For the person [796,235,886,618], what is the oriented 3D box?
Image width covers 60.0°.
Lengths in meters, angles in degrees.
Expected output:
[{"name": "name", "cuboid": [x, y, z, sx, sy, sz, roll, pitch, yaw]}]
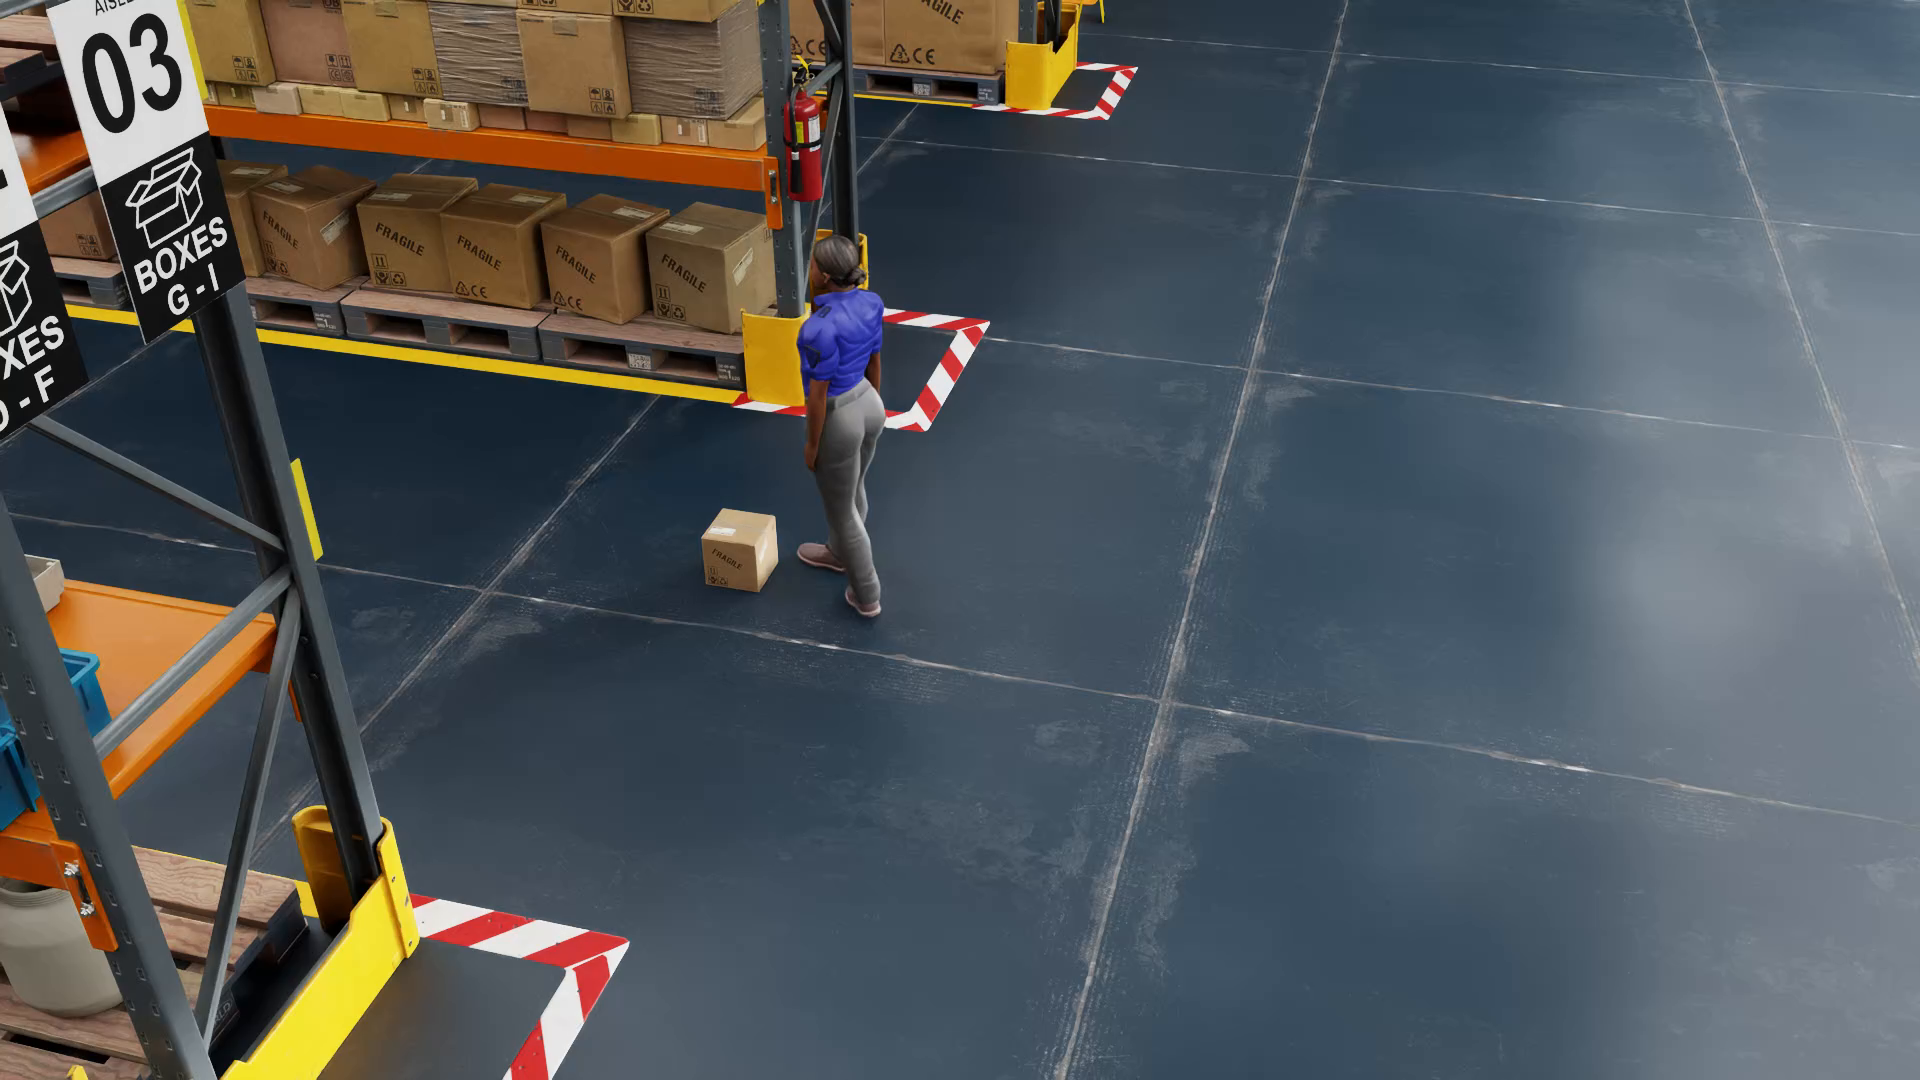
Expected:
[{"name": "person", "cuboid": [-0.522, -0.493, 6.892, 0.600, 1.660, 0.446, 20, 38, 28]}]
